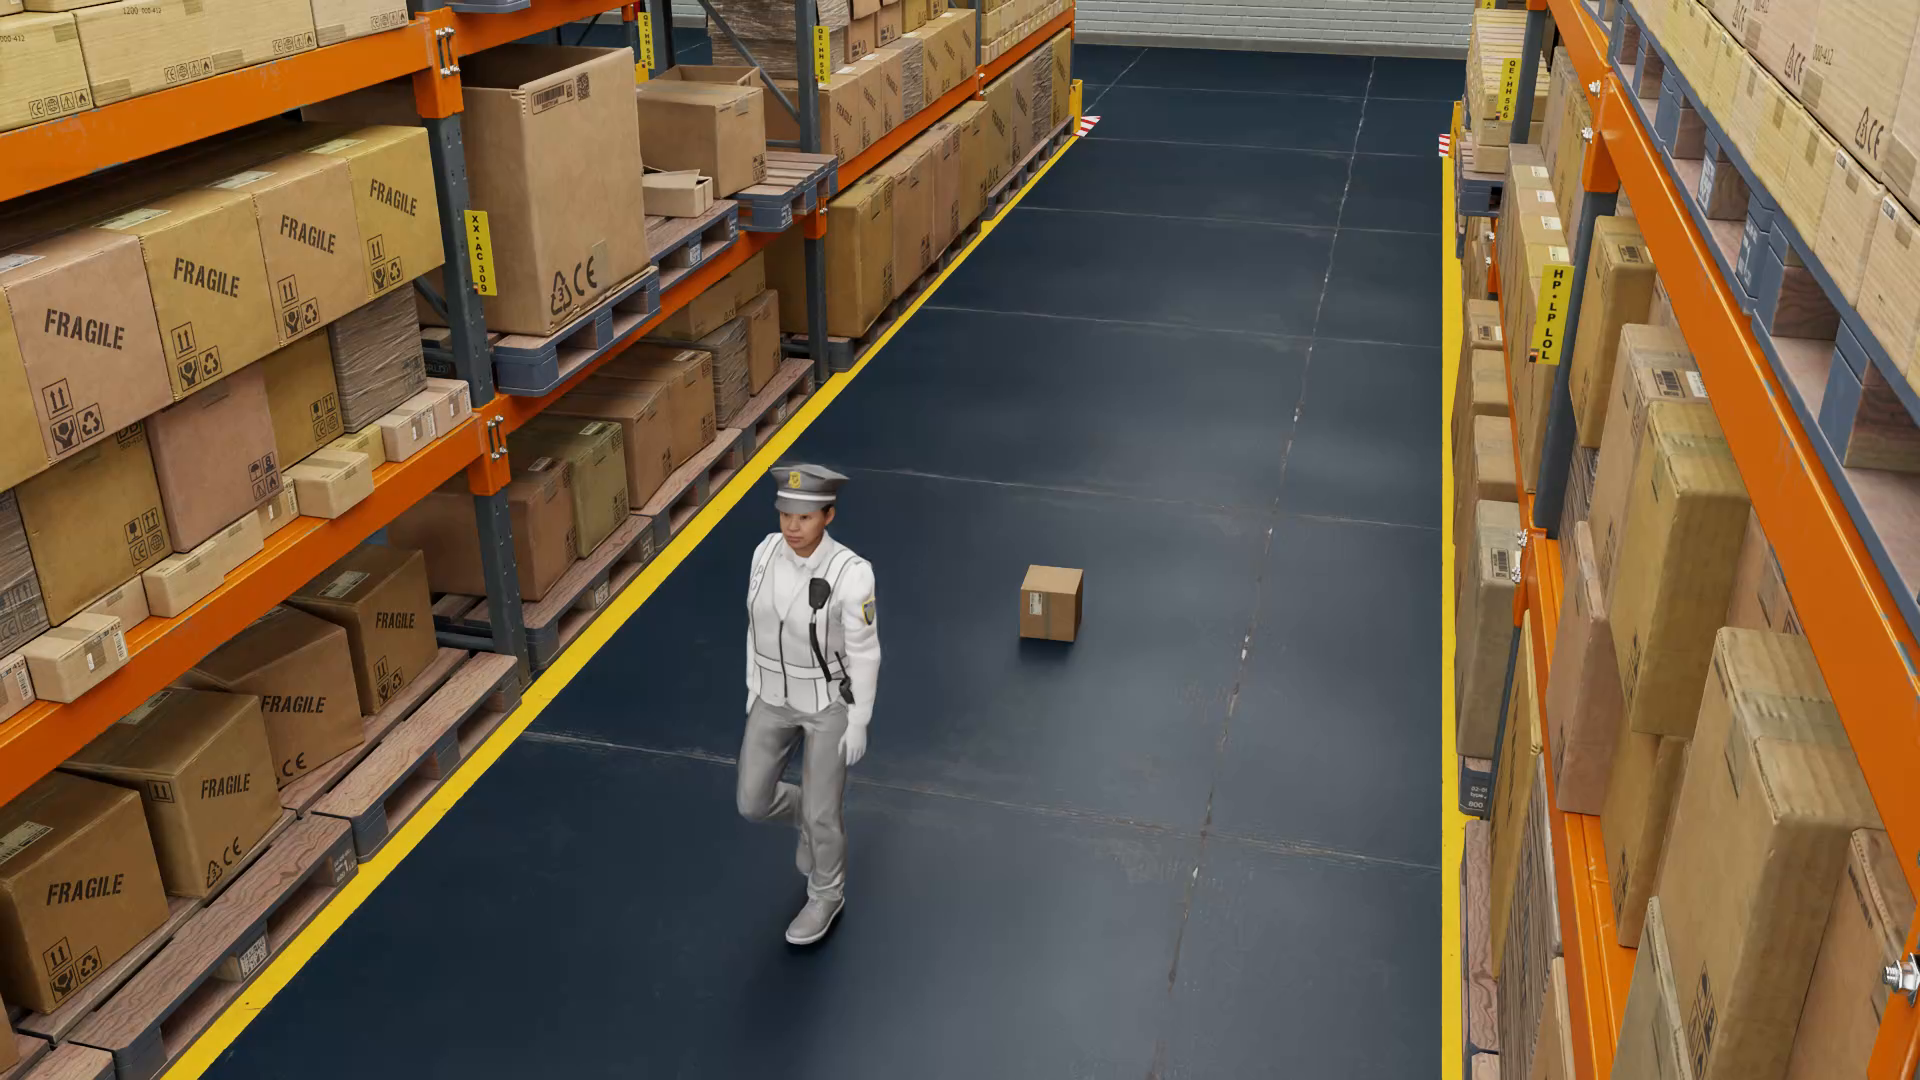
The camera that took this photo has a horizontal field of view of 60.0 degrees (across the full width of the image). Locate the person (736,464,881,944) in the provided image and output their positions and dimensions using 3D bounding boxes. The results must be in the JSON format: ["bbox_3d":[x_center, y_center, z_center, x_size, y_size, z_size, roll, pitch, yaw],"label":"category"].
[{"bbox_3d":[-0.480,0.515,5.431,0.499,1.682,0.468,12,28,24],"label":"person"}]
